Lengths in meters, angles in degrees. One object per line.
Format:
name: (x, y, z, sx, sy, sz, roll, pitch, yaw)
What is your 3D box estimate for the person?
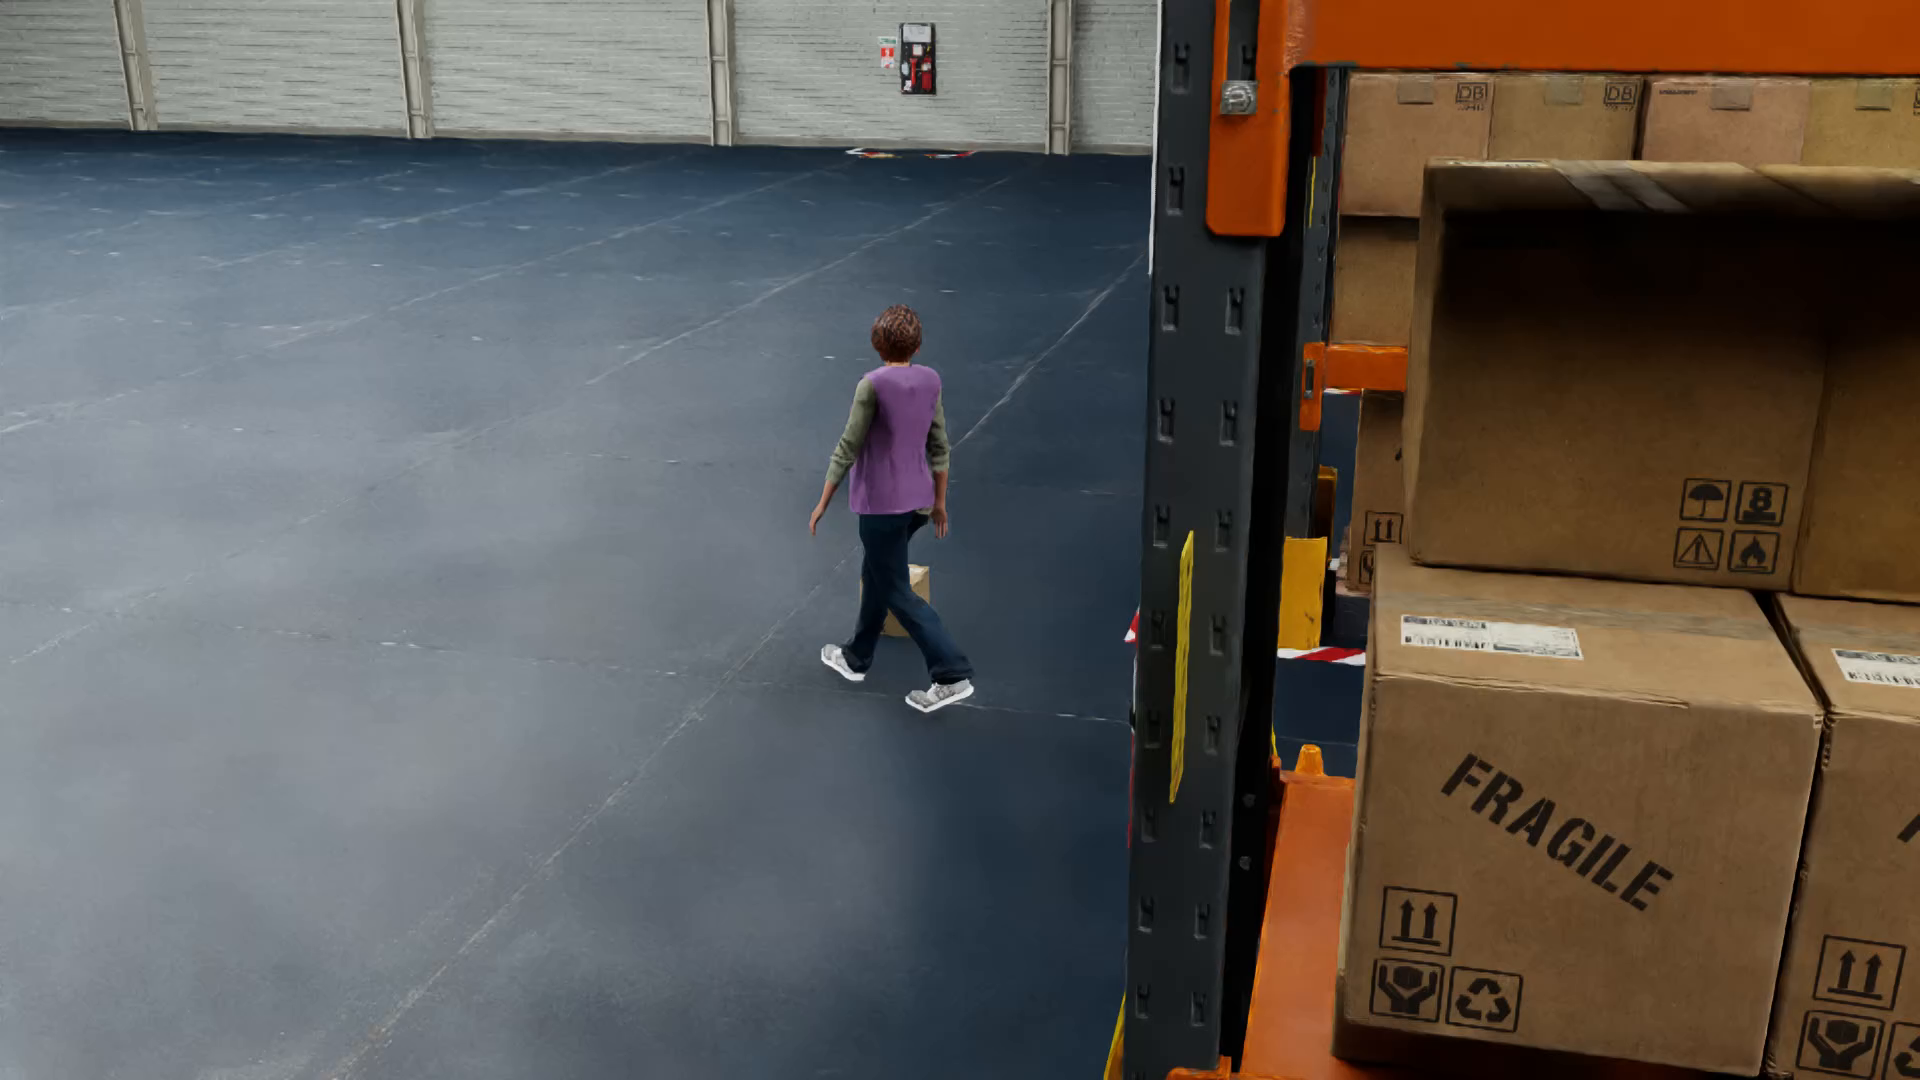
person: (-0.230, -0.039, 6.432, 0.680, 1.295, 0.457, 15, 24, 38)
